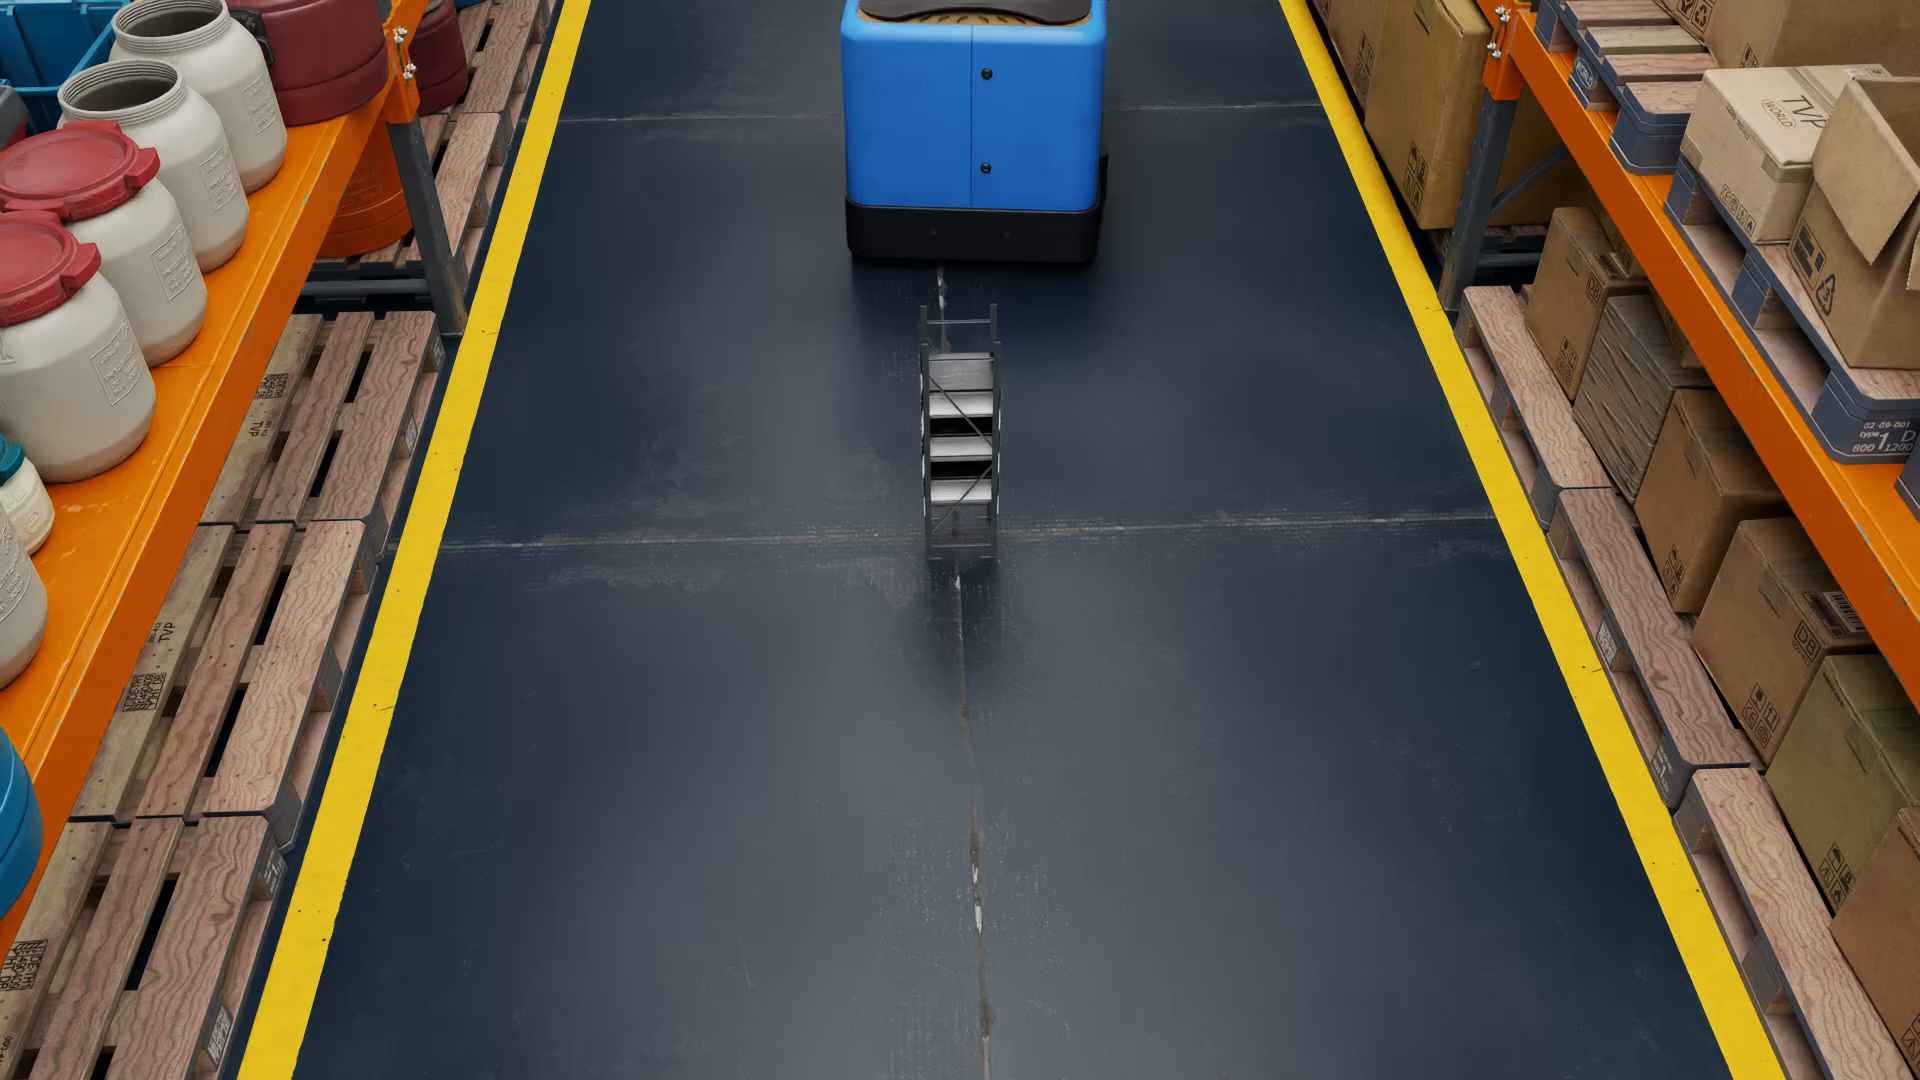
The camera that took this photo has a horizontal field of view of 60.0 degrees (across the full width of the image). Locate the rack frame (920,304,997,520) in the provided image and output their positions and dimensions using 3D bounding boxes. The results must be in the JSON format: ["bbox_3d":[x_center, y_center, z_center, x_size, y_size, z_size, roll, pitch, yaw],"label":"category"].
[{"bbox_3d":[-0.005,-0.406,5.527,0.240,0.900,0.006,-2,43,-2],"label":"rack frame"}]

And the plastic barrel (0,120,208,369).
[{"bbox_3d":[-2.185,-0.729,4.225,0.433,0.535,0.433,0,43,0],"label":"plastic barrel"}]

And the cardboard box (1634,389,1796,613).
[{"bbox_3d":[2.580,-0.114,5.179,0.700,0.500,0.500,2,43,2],"label":"cardboard box"}]

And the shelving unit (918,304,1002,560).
[{"bbox_3d":[0.000,-0.337,5.452,0.258,0.900,0.210,-2,43,-2],"label":"shelving unit"}]

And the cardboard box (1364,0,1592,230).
[{"bbox_3d":[2.456,-1.920,6.886,1.225,0.875,0.875,-3,43,-4],"label":"cardboard box"}]

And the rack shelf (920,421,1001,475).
[{"bbox_3d":[0.000,-0.313,5.474,0.258,0.077,0.200,-2,43,-2],"label":"rack shelf"}]

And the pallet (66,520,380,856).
[{"bbox_3d":[-2.441,0.434,5.120,1.003,0.211,1.213,-2,43,-2],"label":"pallet"}]

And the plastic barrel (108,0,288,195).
[{"bbox_3d":[-2.227,-1.293,4.857,0.421,0.512,0.421,0,43,0],"label":"plastic barrel"}]

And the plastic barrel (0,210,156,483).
[{"bbox_3d":[-2.167,-0.437,3.906,0.433,0.535,0.433,0,43,0],"label":"plastic barrel"}]

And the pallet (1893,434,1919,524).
[{"bbox_3d":[2.747,0.169,3.487,1.003,0.211,1.213,-2,43,-2],"label":"pallet"}]

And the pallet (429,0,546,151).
[{"bbox_3d":[-2.608,-2.264,8.064,1.003,0.211,1.213,-2,43,-2],"label":"pallet"}]

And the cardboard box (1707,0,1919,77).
[{"bbox_3d":[2.651,-1.536,4.821,0.700,0.500,0.500,4,43,5],"label":"cardboard box"}]

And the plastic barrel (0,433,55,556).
[{"bbox_3d":[-2.217,-0.086,3.726,0.301,0.262,0.301,0,43,0],"label":"plastic barrel"}]

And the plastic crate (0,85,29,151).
[{"bbox_3d":[-2.721,-0.864,4.425,0.402,0.464,0.583,-2,43,-2],"label":"plastic crate"}]

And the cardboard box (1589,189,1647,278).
[{"bbox_3d":[2.523,-1.147,5.751,0.500,0.250,0.500,0,43,0],"label":"cardboard box"}]

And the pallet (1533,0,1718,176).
[{"bbox_3d":[2.601,-1.533,5.345,1.213,0.211,1.003,-2,43,-2],"label":"pallet"}]

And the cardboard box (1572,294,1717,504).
[{"bbox_3d":[2.549,-0.497,5.596,0.700,0.500,0.500,-5,43,-5],"label":"cardboard box"}]

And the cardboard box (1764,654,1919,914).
[{"bbox_3d":[2.628,0.640,4.356,0.700,0.500,0.500,-2,43,-2],"label":"cardboard box"}]

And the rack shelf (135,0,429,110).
[{"bbox_3d":[-2.569,-3.025,7.362,1.077,0.370,4.000,-2,43,-2],"label":"rack shelf"}]

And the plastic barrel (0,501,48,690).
[{"bbox_3d":[-2.136,0.058,3.366,0.433,0.535,0.433,0,43,0],"label":"plastic barrel"}]

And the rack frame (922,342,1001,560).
[{"bbox_3d":[0.004,-0.269,5.377,0.240,0.900,0.006,-2,43,-2],"label":"rack frame"}]

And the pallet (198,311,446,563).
[{"bbox_3d":[-2.490,-0.388,6.017,1.003,0.211,1.213,-2,43,-2],"label":"pallet"}]

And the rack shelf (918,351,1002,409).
[{"bbox_3d":[0.000,-0.512,5.292,0.258,0.077,0.200,-2,43,-2],"label":"rack shelf"}]

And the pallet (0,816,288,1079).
[{"bbox_3d":[-2.386,1.260,4.220,1.003,0.211,1.213,-2,43,-2],"label":"pallet"}]

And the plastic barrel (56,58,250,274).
[{"bbox_3d":[-2.209,-1.008,4.547,0.421,0.512,0.421,0,43,0],"label":"plastic barrel"}]

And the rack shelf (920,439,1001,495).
[{"bbox_3d":[0.000,-0.246,5.535,0.258,0.077,0.200,-2,43,-2],"label":"rack shelf"}]

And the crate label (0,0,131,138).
[{"bbox_3d":[-2.712,-1.274,4.894,0.502,0.435,0.616,-2,43,-2],"label":"crate label"}]

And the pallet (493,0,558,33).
[{"bbox_3d":[-2.663,-3.090,8.965,1.003,0.211,1.213,-2,43,-2],"label":"pallet"}]

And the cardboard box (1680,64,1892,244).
[{"bbox_3d":[2.306,-1.043,4.468,0.500,0.250,0.500,-3,43,-3],"label":"cardboard box"}]

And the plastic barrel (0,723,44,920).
[{"bbox_3d":[-2.028,0.306,2.825,0.600,0.901,0.708,-2,43,-2],"label":"plastic barrel"}]

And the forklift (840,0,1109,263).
[{"bbox_3d":[0.125,-3.211,7.084,1.130,2.935,3.031,2,43,2],"label":"forklift"}]

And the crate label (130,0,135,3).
[{"bbox_3d":[-2.841,-1.583,5.381,0.303,0.233,0.416,-2,43,-2],"label":"crate label"}]

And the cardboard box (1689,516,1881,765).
[{"bbox_3d":[2.604,0.263,4.768,0.700,0.500,0.500,-5,43,-5],"label":"cardboard box"}]

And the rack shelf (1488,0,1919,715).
[{"bbox_3d":[2.549,-0.466,4.571,1.077,0.370,4.000,-2,43,-2],"label":"rack shelf"}]

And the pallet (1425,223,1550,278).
[{"bbox_3d":[2.506,-1.588,7.326,1.003,0.211,1.213,-2,43,-2],"label":"pallet"}]

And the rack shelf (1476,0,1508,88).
[{"bbox_3d":[2.380,-3.167,7.517,1.077,0.370,4.000,-2,43,-2],"label":"rack shelf"}]

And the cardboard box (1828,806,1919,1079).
[{"bbox_3d":[2.630,0.963,4.004,0.700,0.500,0.500,-5,43,-5],"label":"cardboard box"}]

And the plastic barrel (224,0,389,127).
[{"bbox_3d":[-2.162,-1.685,5.268,0.600,0.536,0.708,-2,43,-2],"label":"plastic barrel"}]

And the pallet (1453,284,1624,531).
[{"bbox_3d":[2.496,-0.526,6.168,1.003,0.211,1.213,-2,43,-2],"label":"pallet"}]

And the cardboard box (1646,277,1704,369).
[{"bbox_3d":[2.556,-0.790,5.361,0.500,0.250,0.500,3,43,3],"label":"cardboard box"}]

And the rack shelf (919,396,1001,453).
[{"bbox_3d":[0.000,-0.379,5.414,0.258,0.077,0.200,-2,43,-2],"label":"rack shelf"}]

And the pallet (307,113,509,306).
[{"bbox_3d":[-2.559,-1.443,7.168,1.003,0.211,1.213,-2,43,-2],"label":"pallet"}]

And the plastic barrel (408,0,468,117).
[{"bbox_3d":[-2.570,-2.298,7.511,0.600,0.588,0.708,-2,43,-2],"label":"plastic barrel"}]

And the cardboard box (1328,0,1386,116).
[{"bbox_3d":[2.426,-2.522,7.543,1.225,0.875,0.875,-2,43,-2],"label":"cardboard box"}]

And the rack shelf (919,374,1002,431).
[{"bbox_3d":[0.000,-0.445,5.353,0.258,0.077,0.200,-2,43,-2],"label":"rack shelf"}]

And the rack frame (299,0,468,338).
[{"bbox_3d":[-2.484,-1.940,5.646,1.000,3.000,0.127,-2,43,-2],"label":"rack frame"}]

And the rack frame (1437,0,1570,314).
[{"bbox_3d":[2.465,-2.082,5.801,1.000,3.000,0.127,-2,43,-2],"label":"rack frame"}]

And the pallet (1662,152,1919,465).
[{"bbox_3d":[2.590,-0.676,4.409,1.003,0.211,1.213,-2,43,-2],"label":"pallet"}]

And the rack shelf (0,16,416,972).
[{"bbox_3d":[-2.399,-0.324,4.416,1.077,0.370,4.000,-2,43,-2],"label":"rack shelf"}]

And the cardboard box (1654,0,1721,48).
[{"bbox_3d":[2.527,-1.910,5.229,0.500,0.500,0.500,-6,43,-7],"label":"cardboard box"}]

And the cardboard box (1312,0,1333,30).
[{"bbox_3d":[2.381,-3.119,8.194,1.225,0.875,0.875,-3,43,-3],"label":"cardboard box"}]

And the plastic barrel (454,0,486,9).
[{"bbox_3d":[-2.618,-3.176,8.237,0.600,0.901,0.708,-2,43,-2],"label":"plastic barrel"}]

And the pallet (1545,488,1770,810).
[{"bbox_3d":[2.545,0.295,5.272,1.003,0.211,1.213,-2,43,-2],"label":"pallet"}]

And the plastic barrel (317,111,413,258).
[{"bbox_3d":[-2.522,-1.624,6.597,0.600,0.830,0.708,-2,43,-2],"label":"plastic barrel"}]

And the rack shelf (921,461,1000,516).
[{"bbox_3d":[0.000,-0.180,5.596,0.258,0.077,0.200,-2,43,-2],"label":"rack shelf"}]

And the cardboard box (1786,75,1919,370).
[{"bbox_3d":[2.468,-0.742,3.952,0.797,0.503,0.637,2,43,3],"label":"cardboard box"}]

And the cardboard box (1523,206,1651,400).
[{"bbox_3d":[2.513,-0.871,6.004,0.700,0.500,0.500,-4,43,-4],"label":"cardboard box"}]

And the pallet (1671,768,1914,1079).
[{"bbox_3d":[2.600,1.121,4.371,1.003,0.211,1.213,-2,43,-2],"label":"pallet"}]
